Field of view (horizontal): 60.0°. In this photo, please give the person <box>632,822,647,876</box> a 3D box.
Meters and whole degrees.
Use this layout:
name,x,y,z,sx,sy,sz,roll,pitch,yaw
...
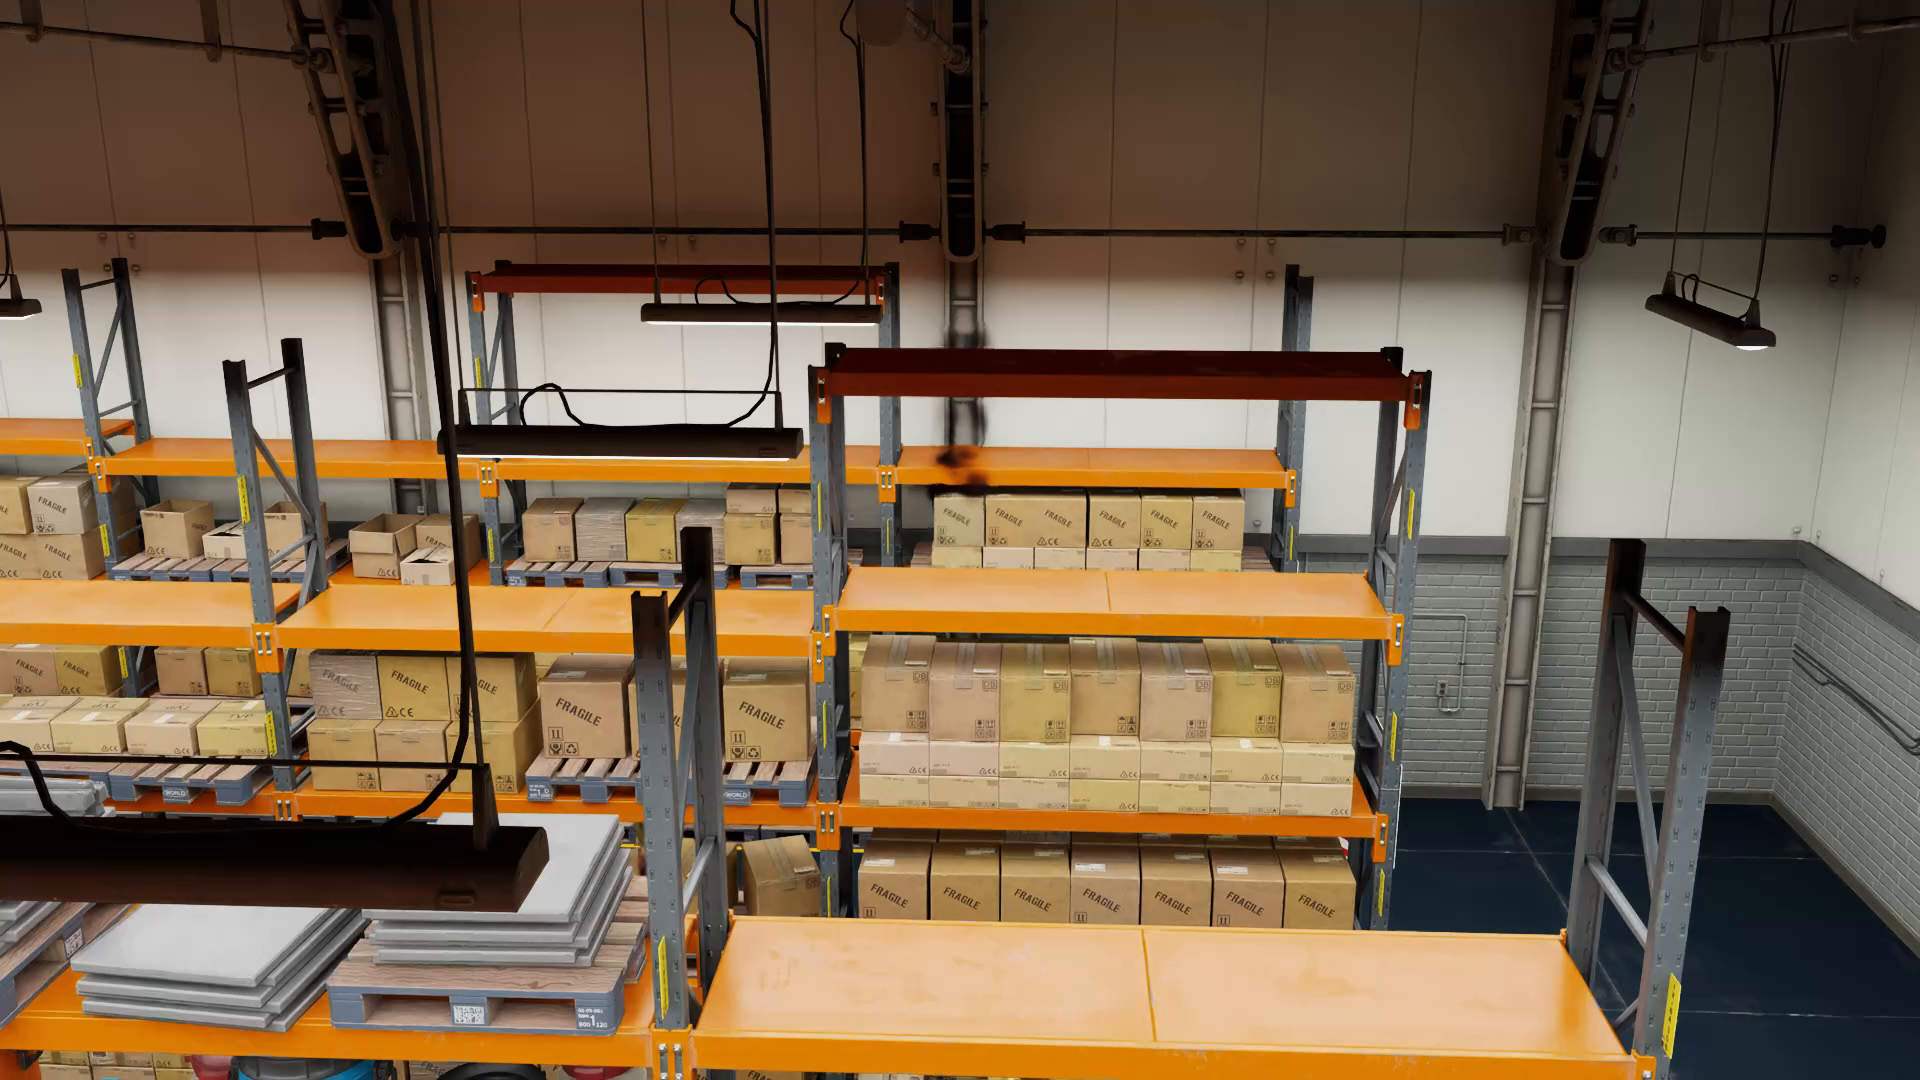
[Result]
name,x,y,z,sx,sy,sz,roll,pitch,yaw
person,-2.845,2.931,15.620,0.780,1.649,0.604,-3,16,-9
